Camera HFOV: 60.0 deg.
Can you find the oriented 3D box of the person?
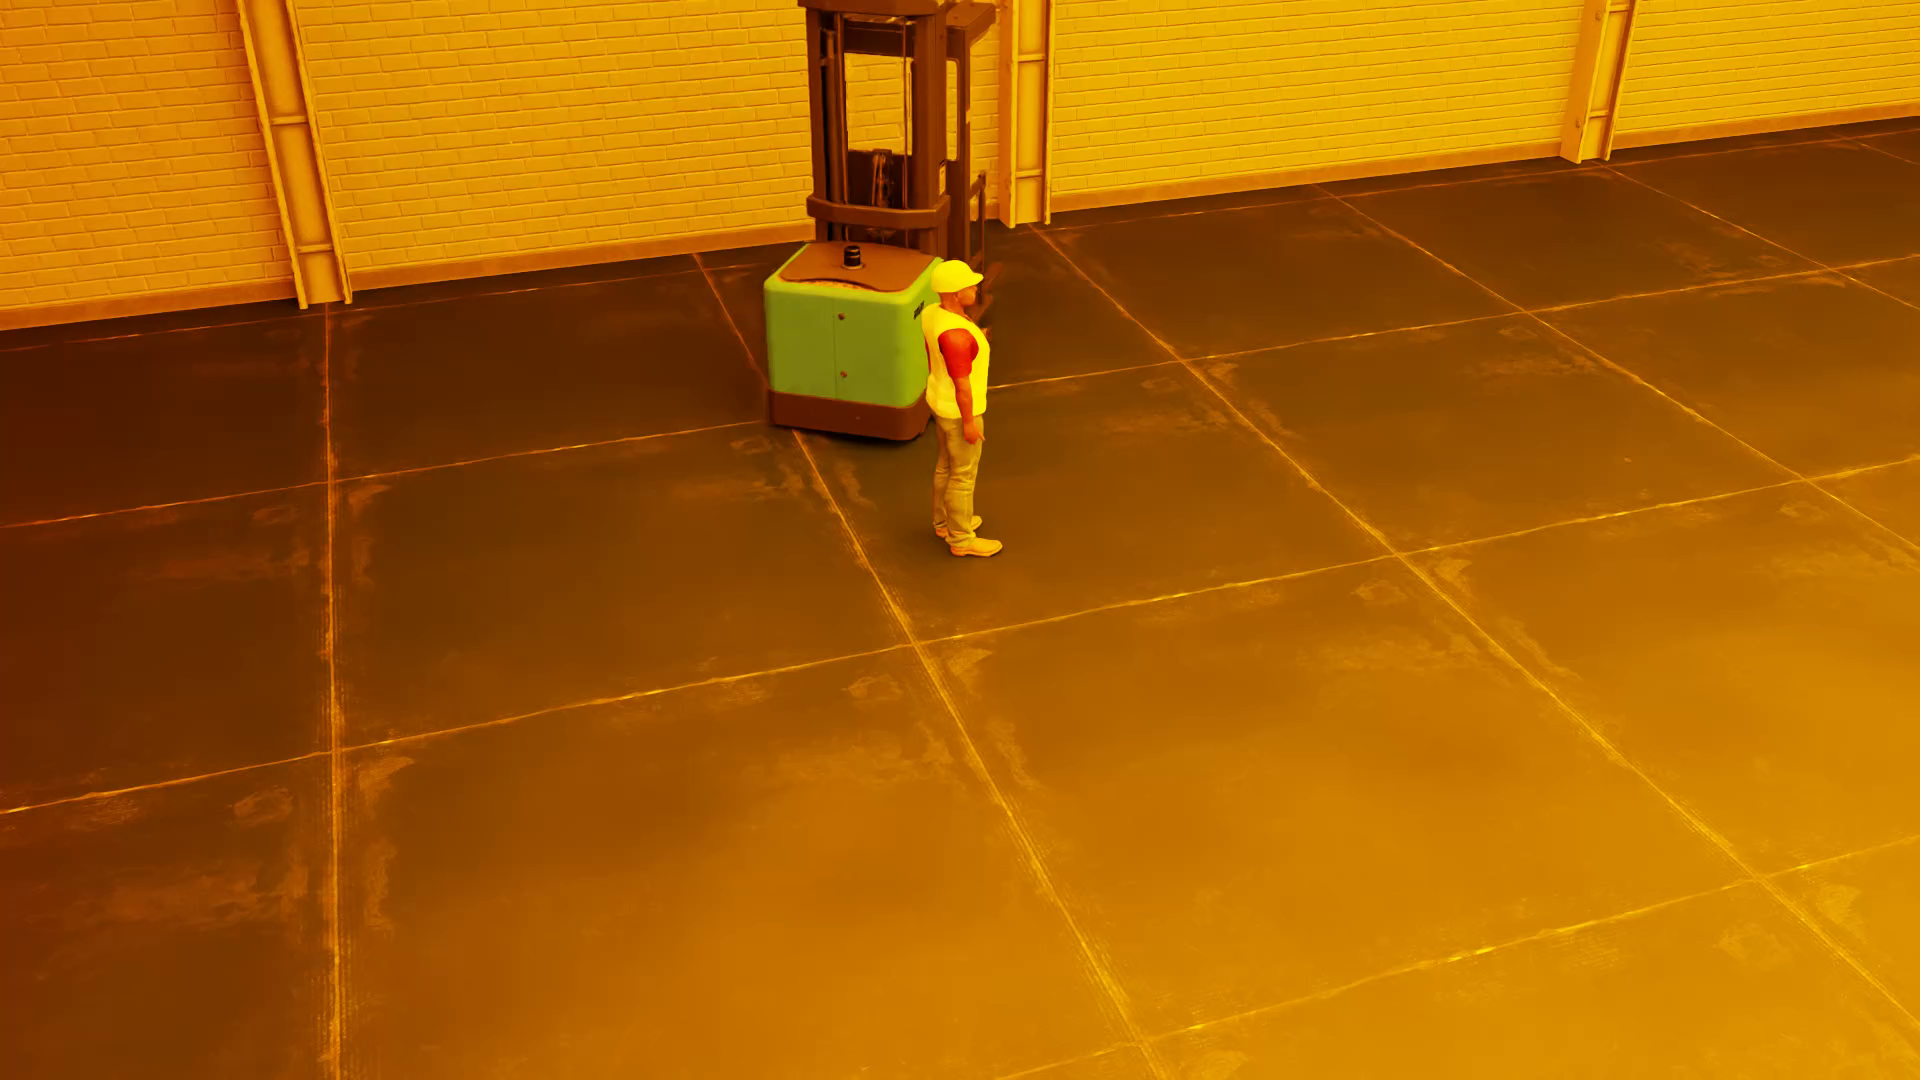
[{"bbox_3d":[-0.001,-0.770,9.595,0.388,1.770,0.556,-10,31,-16],"label":"person"}]

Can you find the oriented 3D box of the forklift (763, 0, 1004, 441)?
[{"bbox_3d":[-0.393,-2.652,11.696,1.130,2.935,3.031,8,31,14],"label":"forklift"}]
